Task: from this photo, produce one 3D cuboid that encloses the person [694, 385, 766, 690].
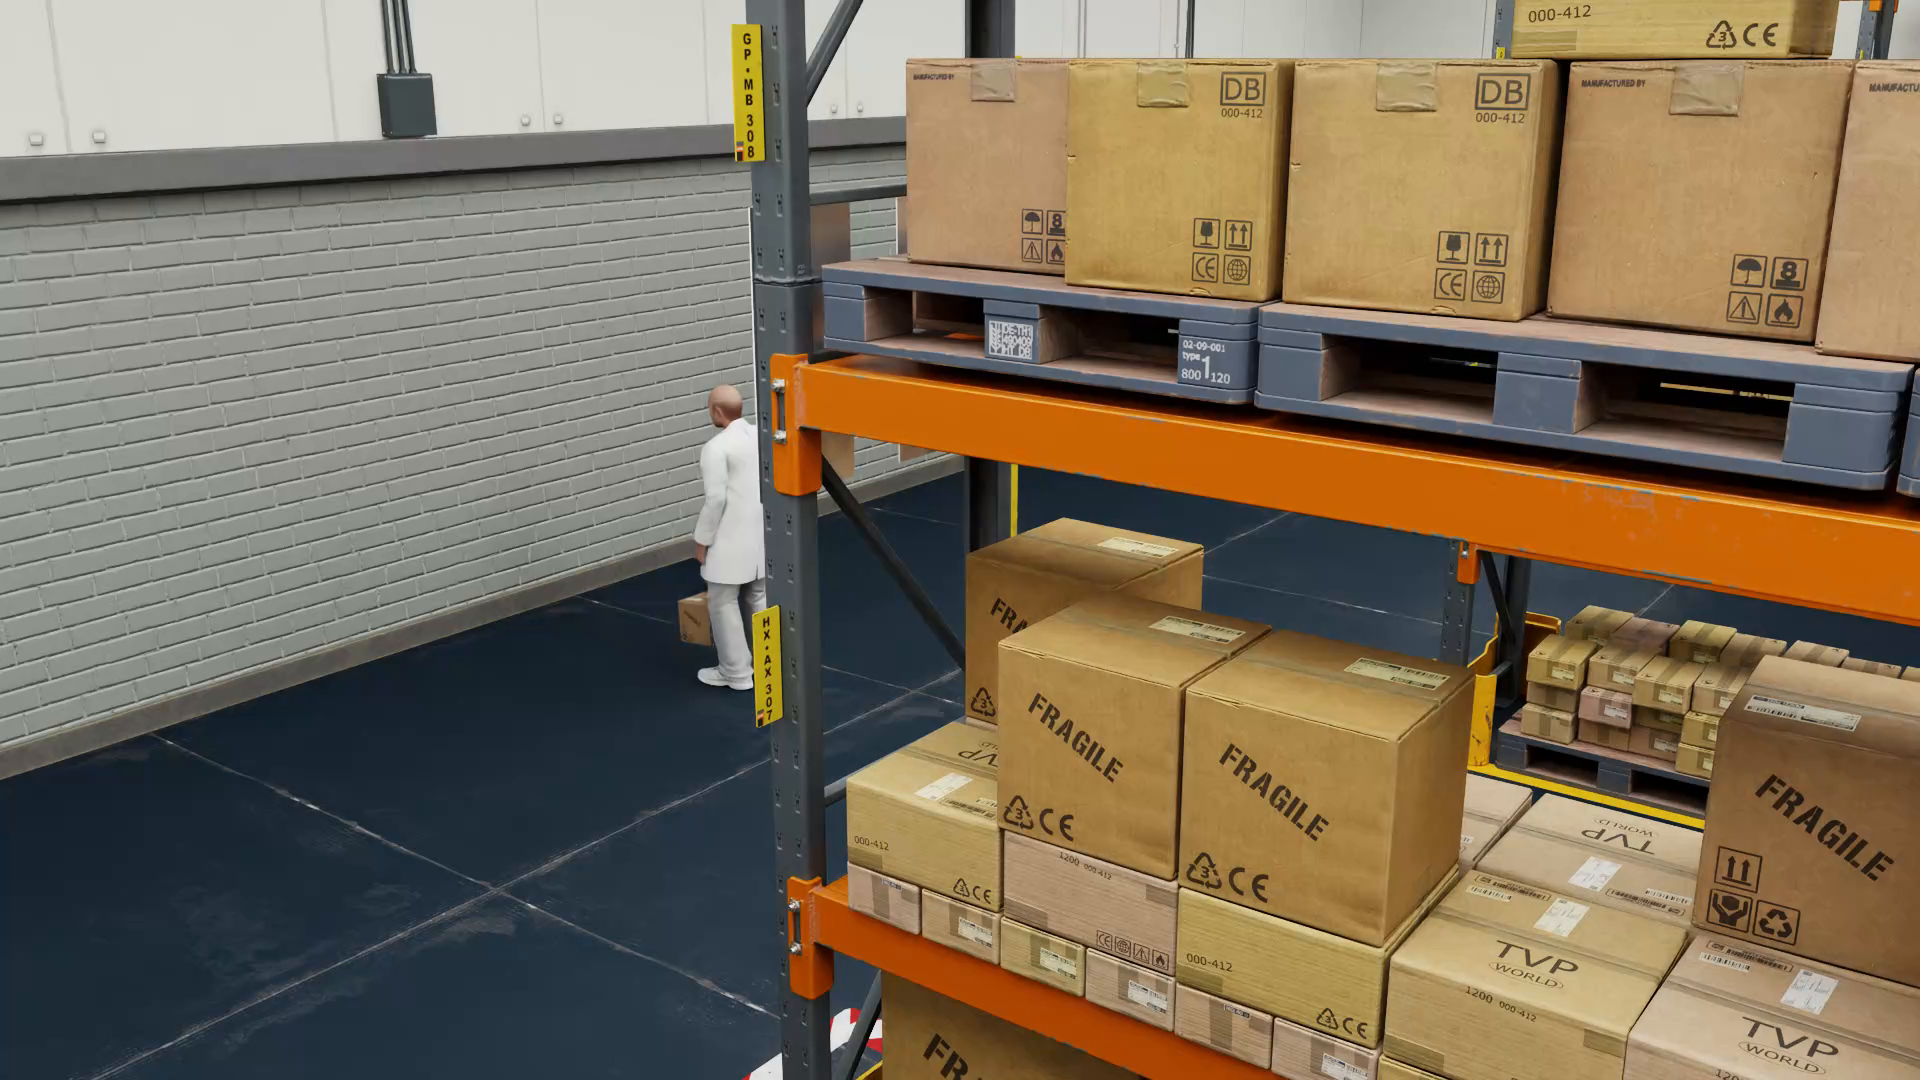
[{"bbox_3d":[-1.293,-0.023,9.638,0.425,1.776,0.601,11,20,33],"label":"person"}]
